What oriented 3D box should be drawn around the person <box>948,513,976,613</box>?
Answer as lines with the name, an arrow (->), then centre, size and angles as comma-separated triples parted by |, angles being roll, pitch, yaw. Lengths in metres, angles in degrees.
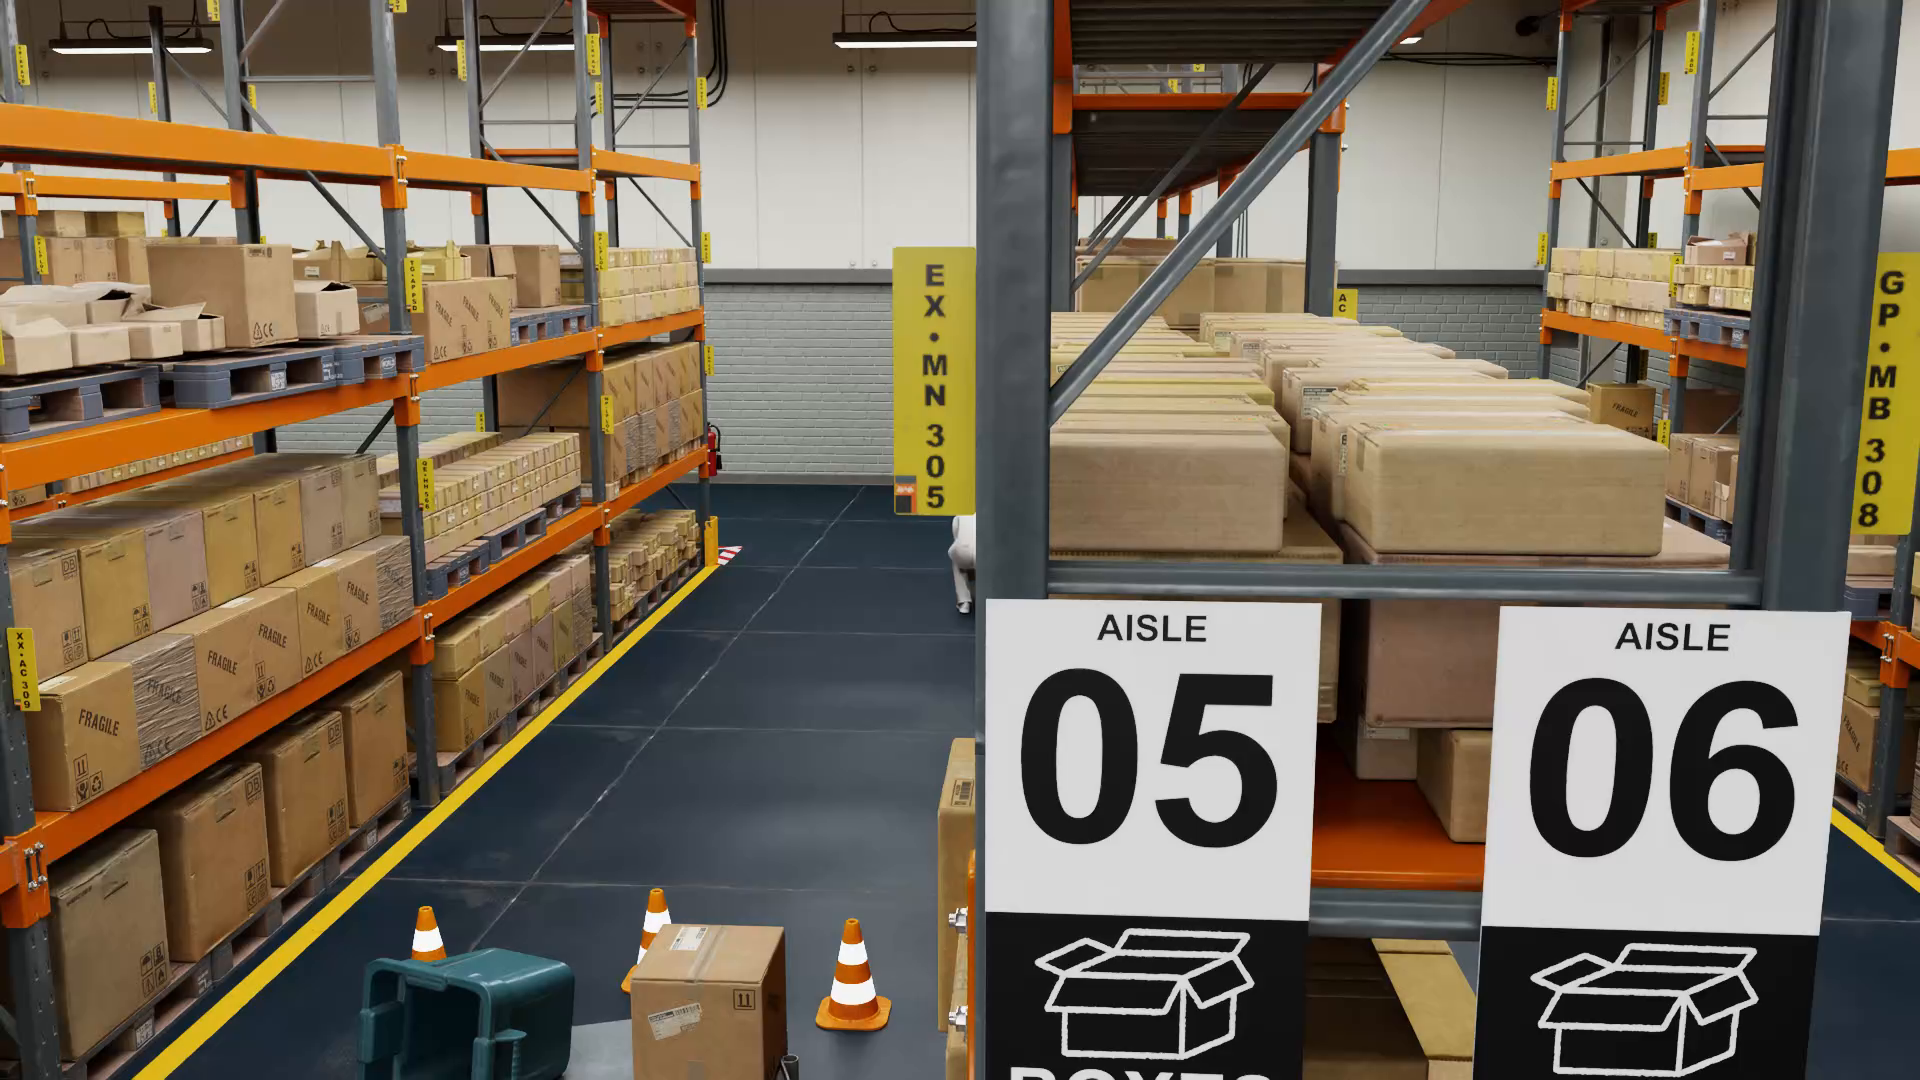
person -> 0.179, 0.167, 16.201 | 0.591, 0.996, 0.936 | 0, 11, 1
